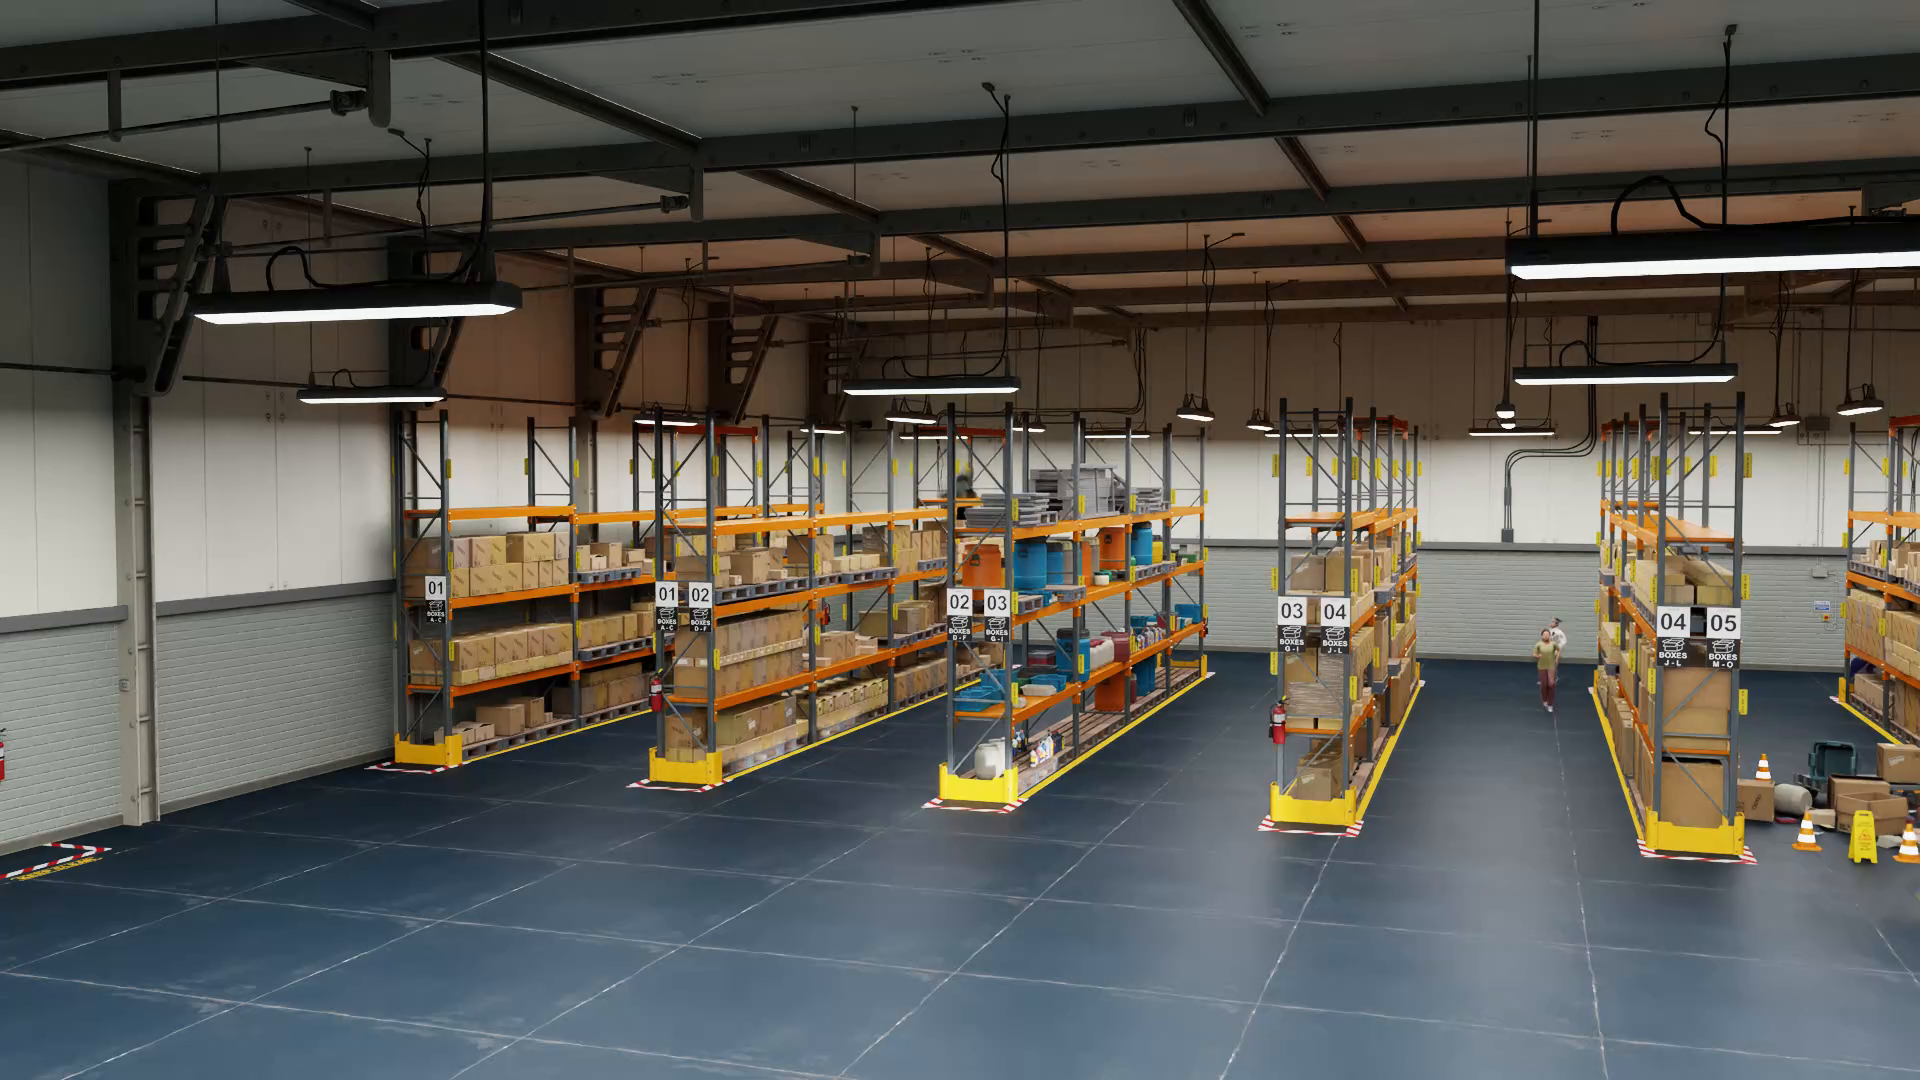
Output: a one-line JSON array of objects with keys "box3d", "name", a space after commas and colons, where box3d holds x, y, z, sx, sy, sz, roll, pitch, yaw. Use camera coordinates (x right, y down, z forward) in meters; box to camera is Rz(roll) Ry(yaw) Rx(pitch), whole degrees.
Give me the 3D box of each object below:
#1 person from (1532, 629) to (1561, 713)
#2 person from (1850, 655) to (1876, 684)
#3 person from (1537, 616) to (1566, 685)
[{"box3d": [12.136, 2.697, 34.421, 0.559, 1.725, 0.738, 1, 3, 21], "name": "person"}, {"box3d": [19.991, 2.638, 36.752, 0.691, 1.656, 0.685, -2, 3, -39], "name": "person"}, {"box3d": [13.558, 2.560, 38.202, 0.484, 1.632, 0.639, 0, 2, -9], "name": "person"}]
